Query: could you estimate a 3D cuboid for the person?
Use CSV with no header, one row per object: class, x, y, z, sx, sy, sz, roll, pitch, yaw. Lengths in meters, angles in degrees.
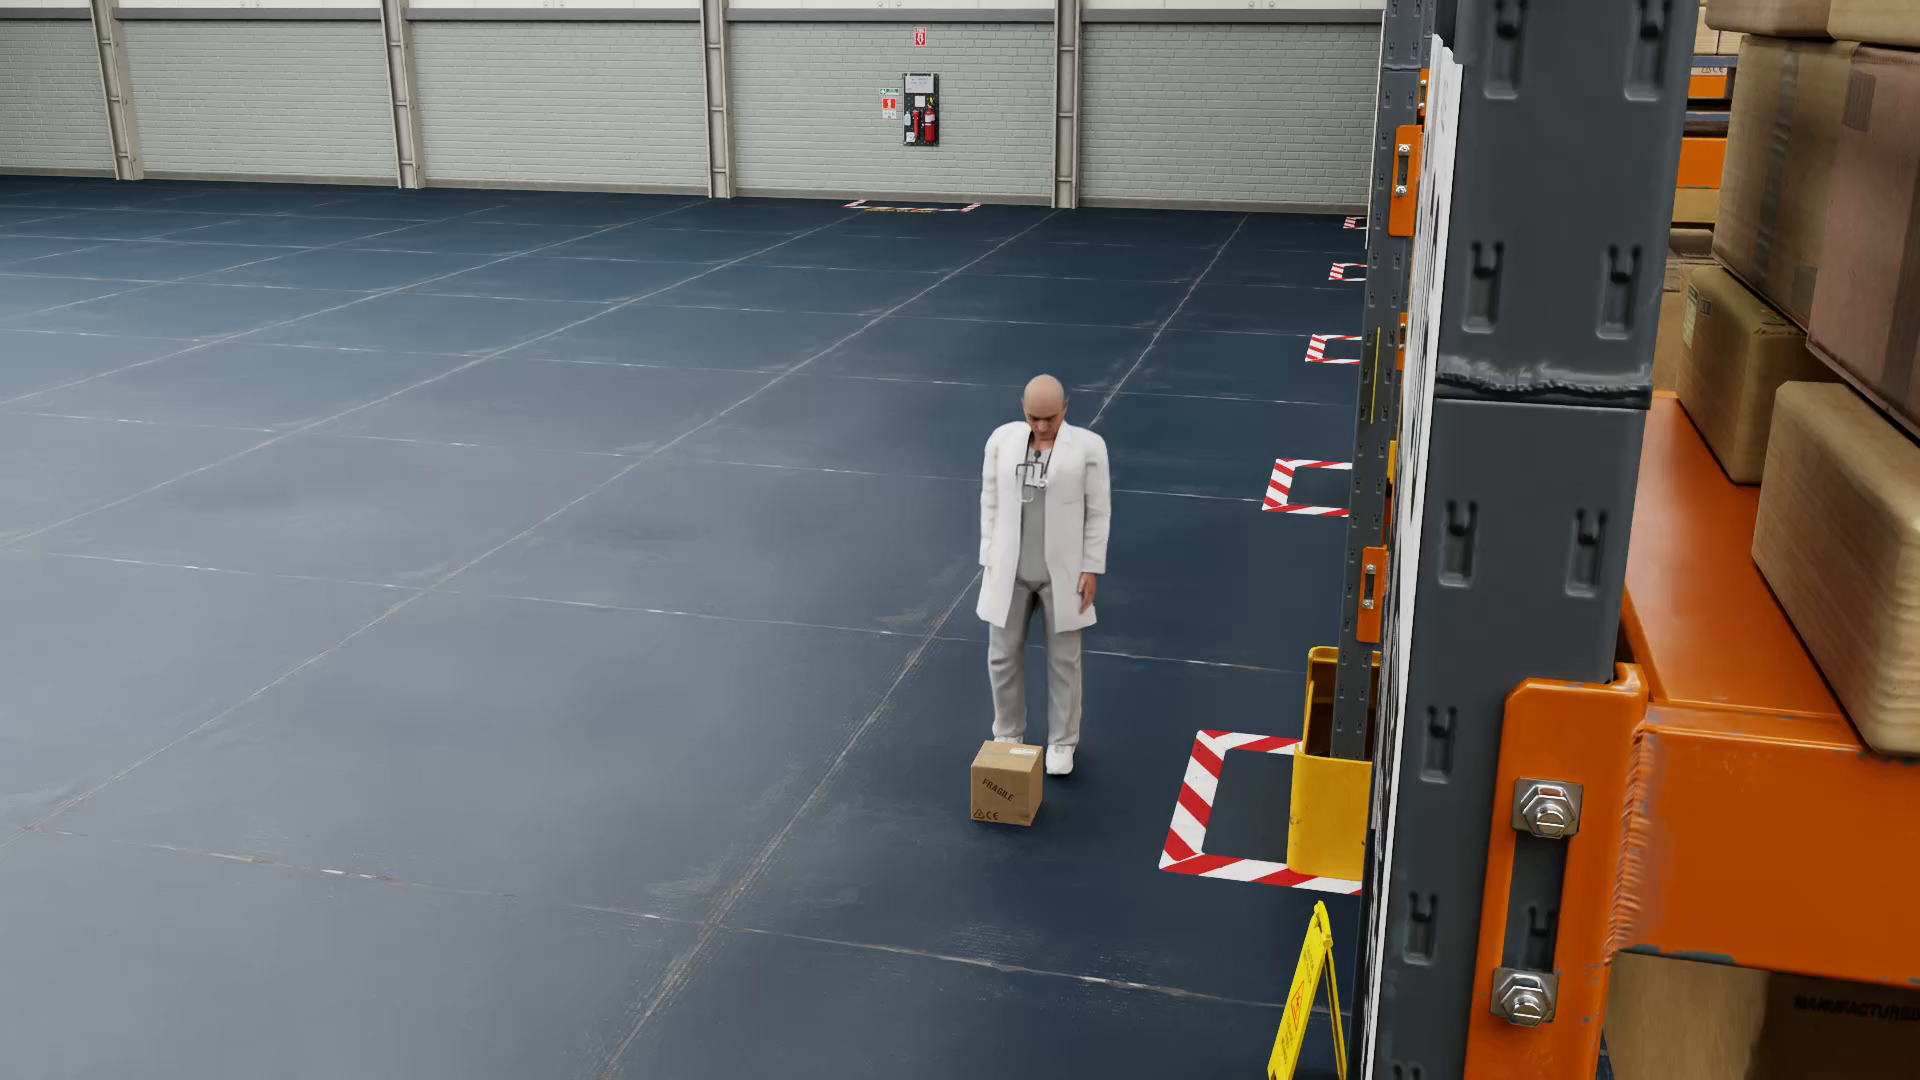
person,0.355,0.148,7.173,0.572,1.757,0.378,5,19,15
